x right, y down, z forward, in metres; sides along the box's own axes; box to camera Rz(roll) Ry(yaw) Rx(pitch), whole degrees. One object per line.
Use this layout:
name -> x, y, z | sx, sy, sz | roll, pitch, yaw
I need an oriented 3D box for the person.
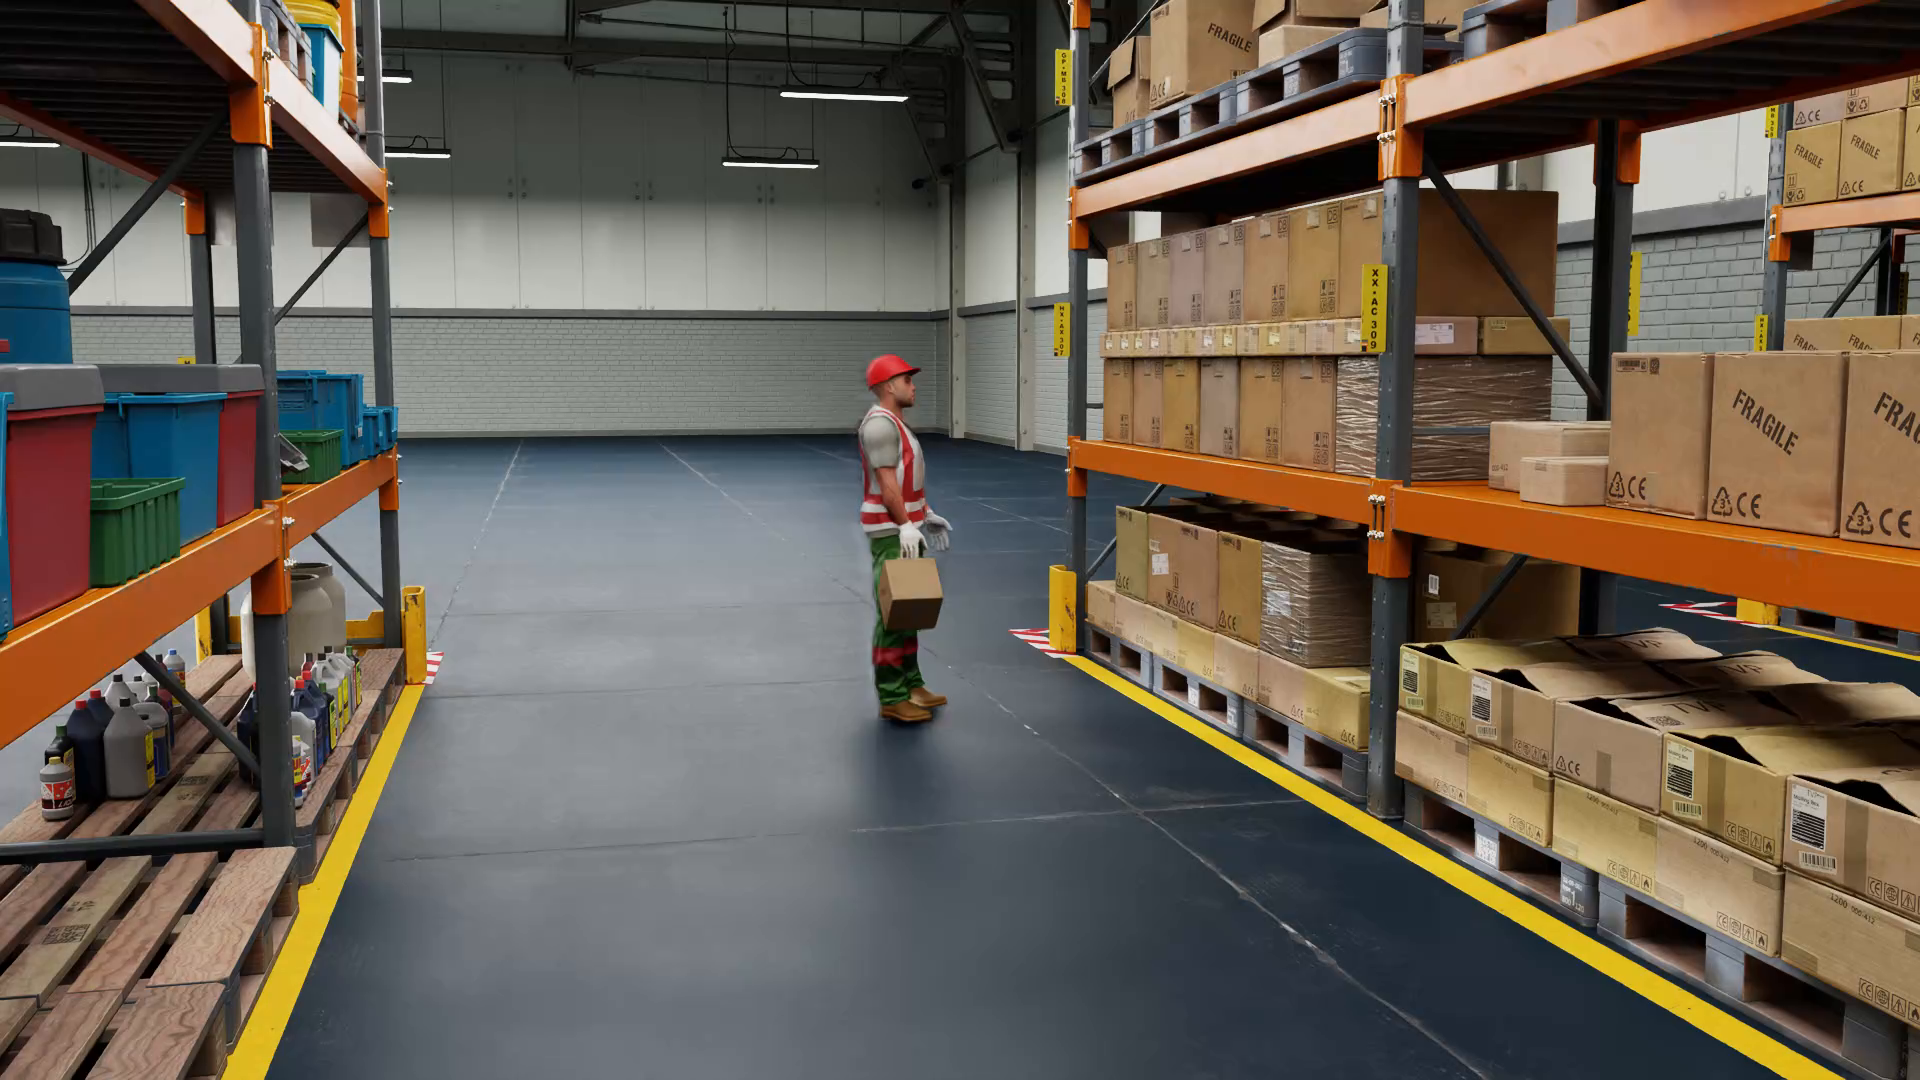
person -> -0.277, -0.026, 8.325 | 0.446, 1.799, 0.586 | 1, 6, 8
